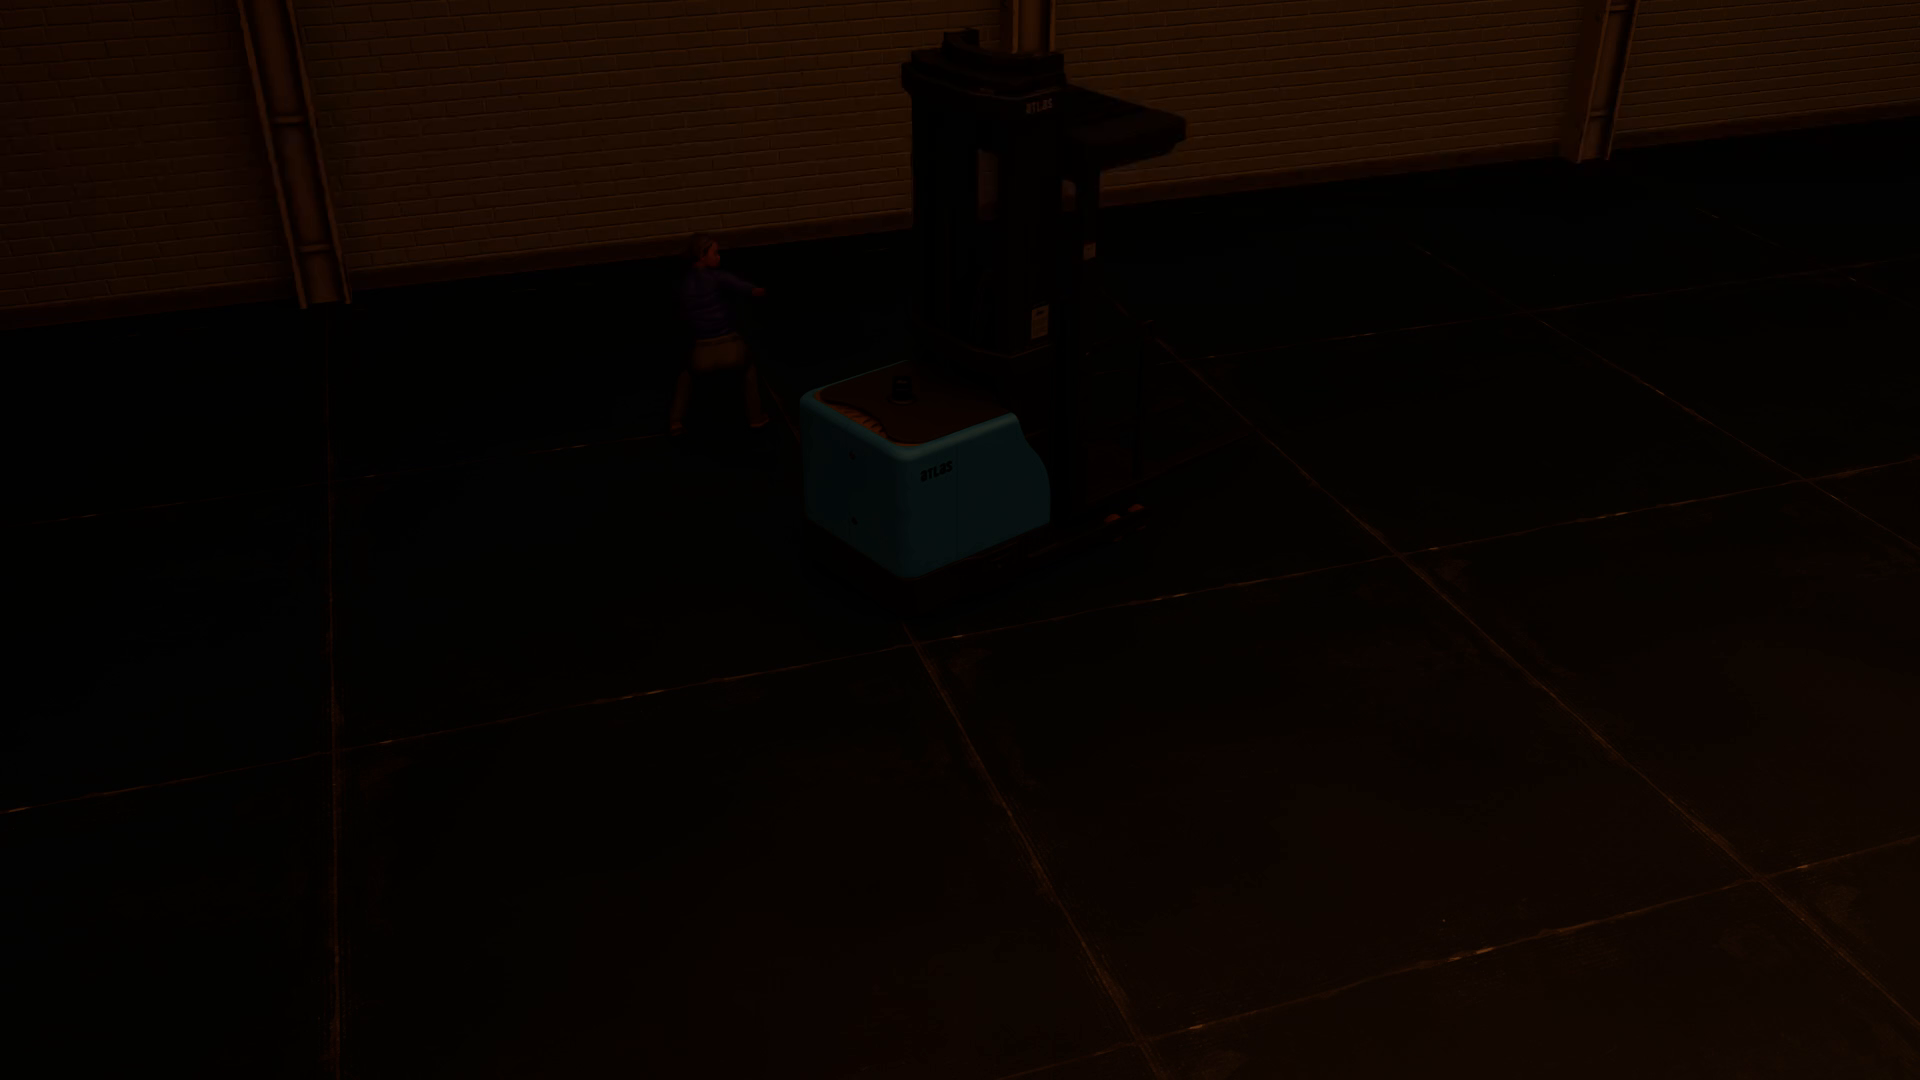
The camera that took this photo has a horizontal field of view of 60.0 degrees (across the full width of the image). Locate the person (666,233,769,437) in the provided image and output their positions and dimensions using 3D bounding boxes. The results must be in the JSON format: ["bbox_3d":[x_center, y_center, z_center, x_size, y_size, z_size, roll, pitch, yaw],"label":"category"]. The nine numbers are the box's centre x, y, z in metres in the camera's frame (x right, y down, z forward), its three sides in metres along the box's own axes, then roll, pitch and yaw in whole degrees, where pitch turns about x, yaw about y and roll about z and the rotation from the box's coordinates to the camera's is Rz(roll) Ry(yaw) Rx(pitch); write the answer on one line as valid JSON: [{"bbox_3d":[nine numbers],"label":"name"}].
[{"bbox_3d":[-1.600,-1.354,11.021,0.728,1.414,0.835,1,30,2],"label":"person"}]

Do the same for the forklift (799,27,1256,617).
[{"bbox_3d":[0.545,-1.443,9.594,3.031,2.935,1.130,-22,37,-33],"label":"forklift"}]
